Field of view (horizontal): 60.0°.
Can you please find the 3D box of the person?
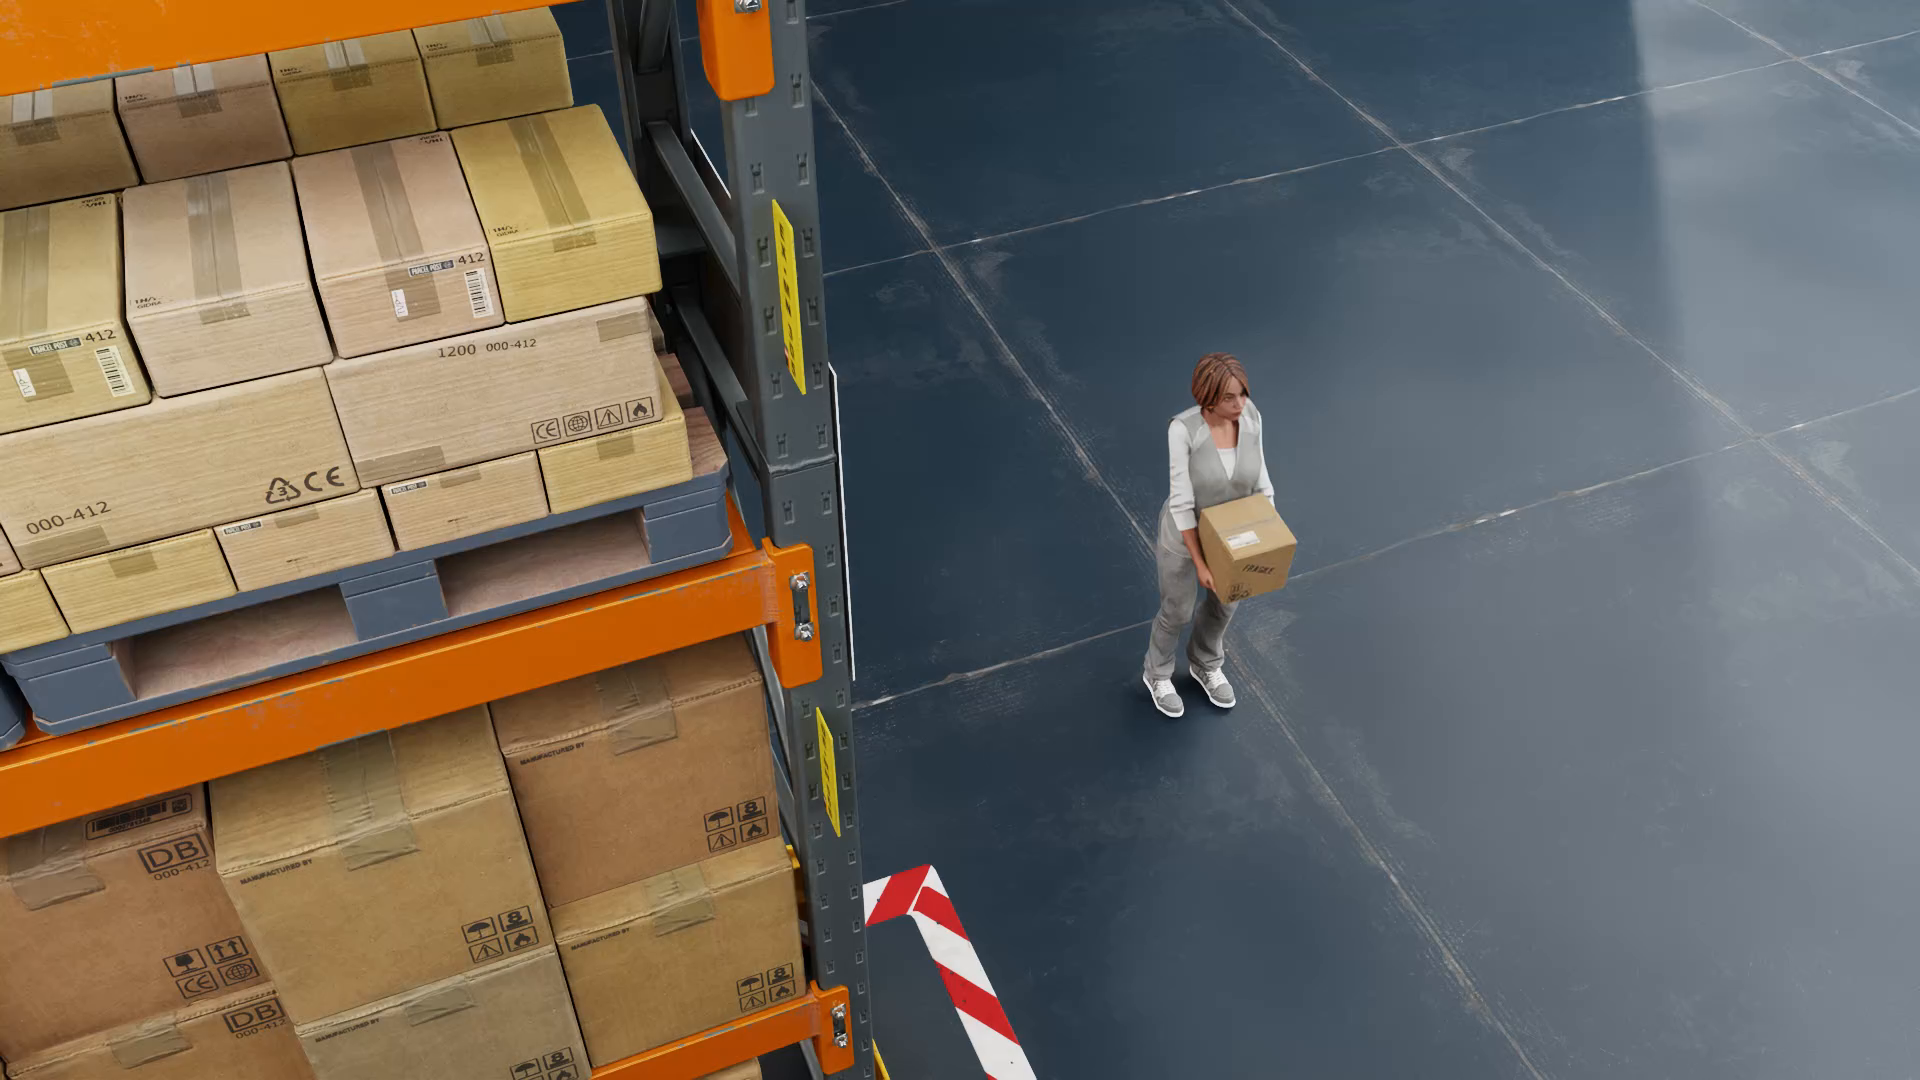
[{"bbox_3d":[0.938,0.045,6.123,0.405,1.595,0.489,-15,44,-16],"label":"person"}]
